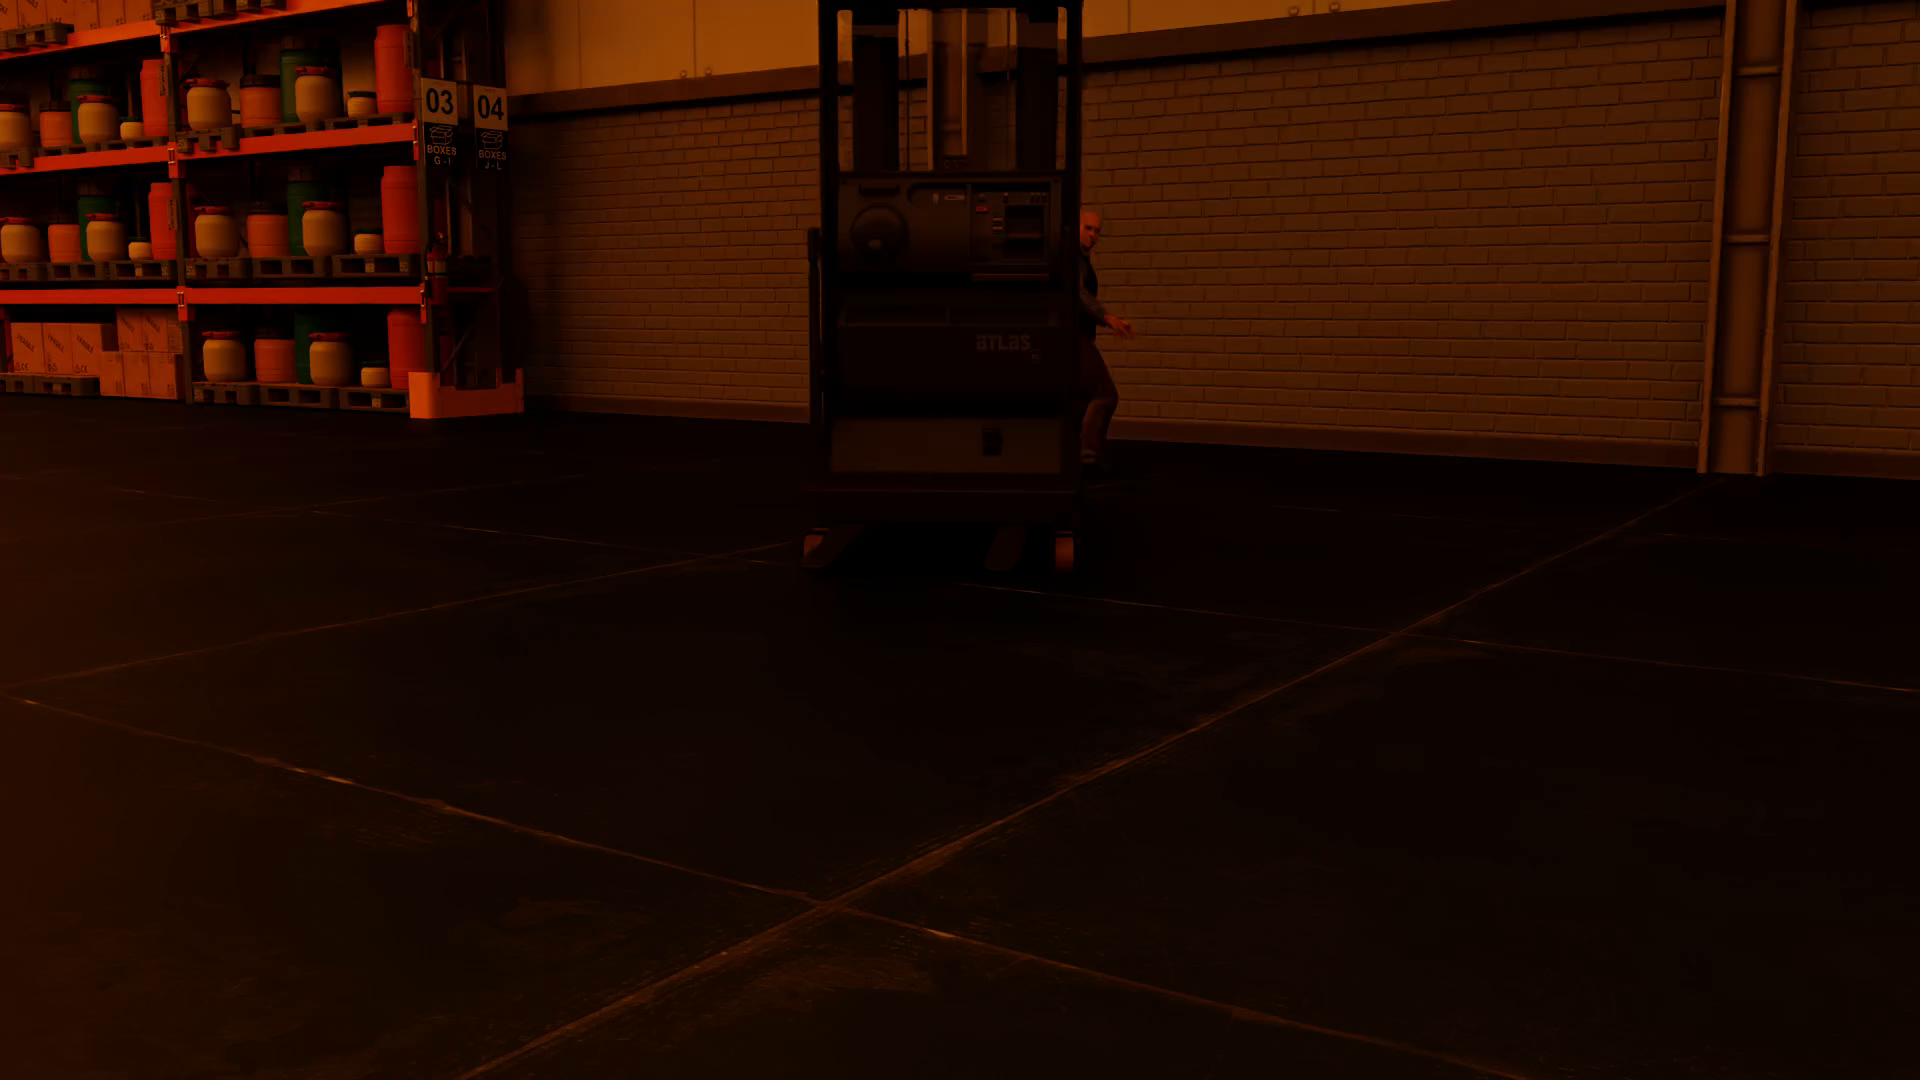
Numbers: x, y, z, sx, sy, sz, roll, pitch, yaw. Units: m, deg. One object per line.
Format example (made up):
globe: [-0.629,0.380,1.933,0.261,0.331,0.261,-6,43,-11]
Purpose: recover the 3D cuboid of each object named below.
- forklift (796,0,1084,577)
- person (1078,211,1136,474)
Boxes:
forklift: [-0.059,-1.351,6.696,1.130,2.935,3.031,1,8,5]
person: [0.830,-1.230,10.500,0.694,1.660,0.770,-1,8,-10]
